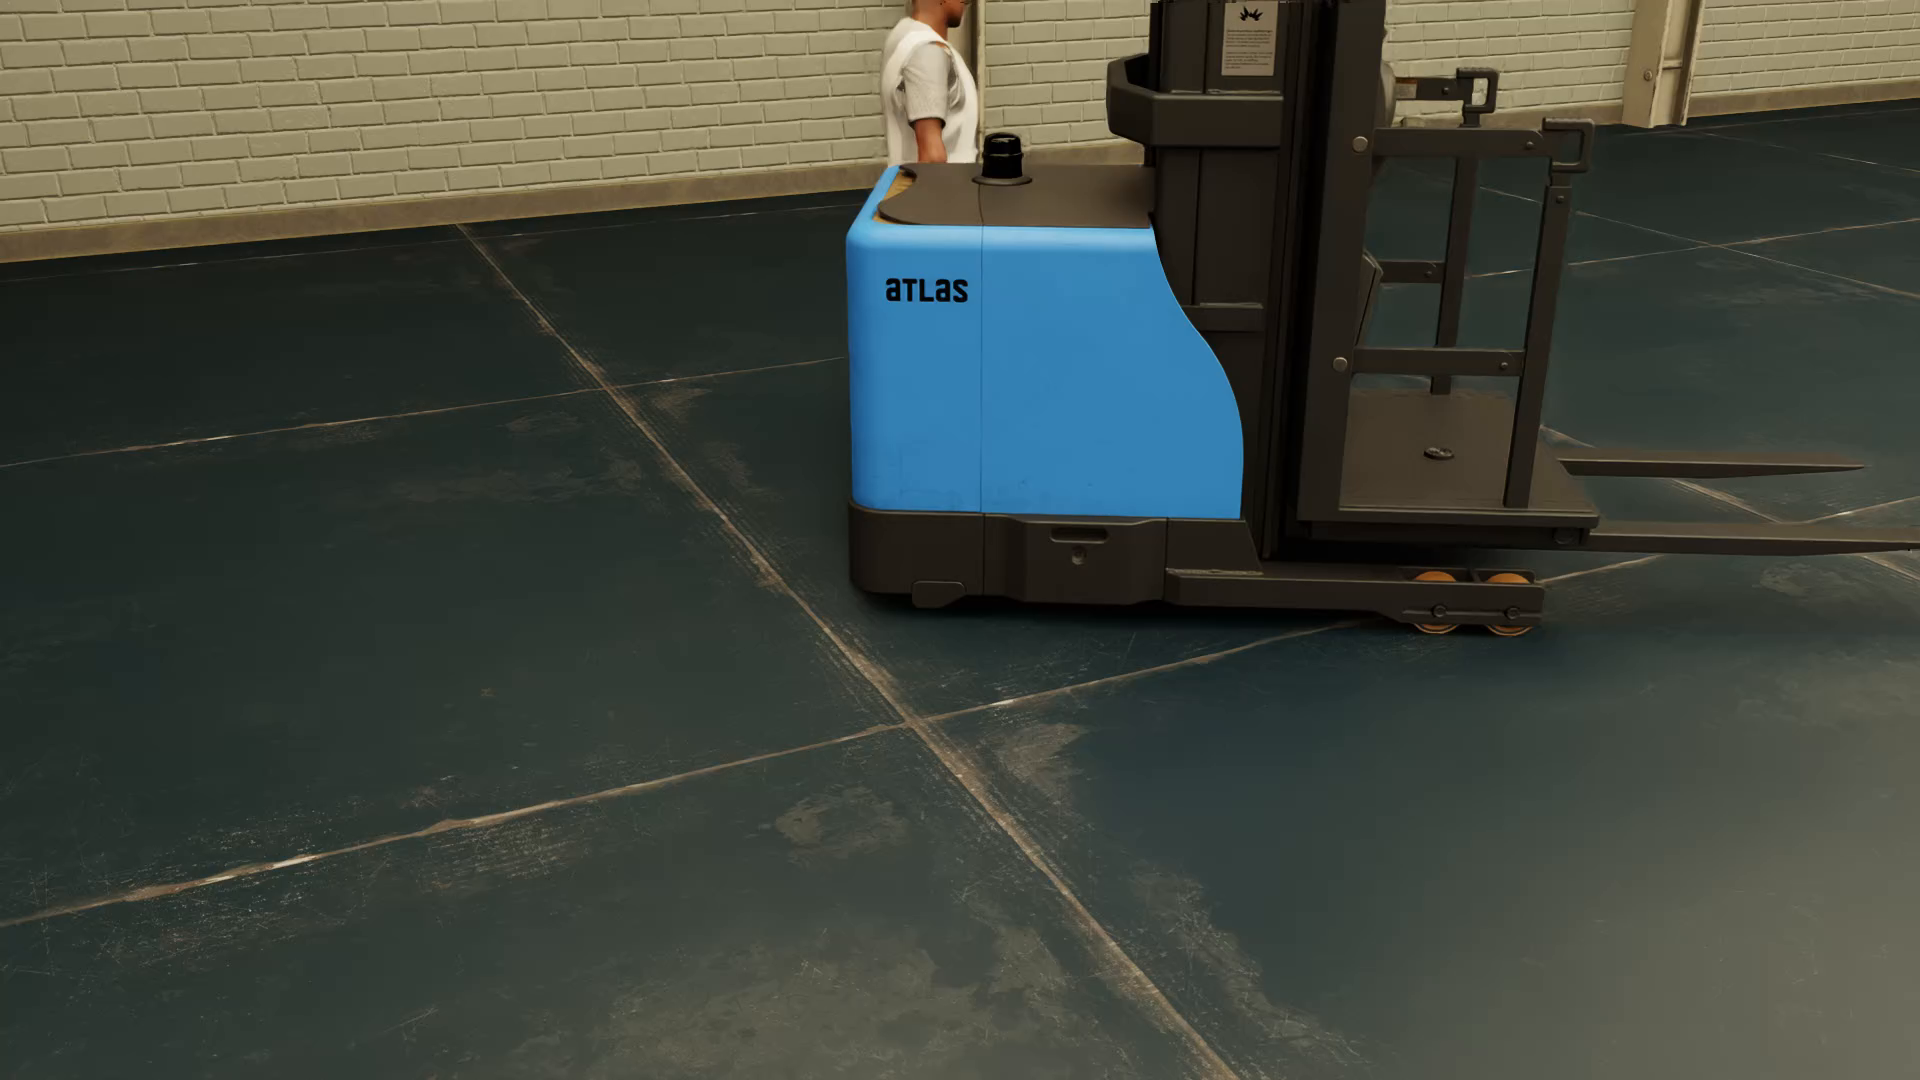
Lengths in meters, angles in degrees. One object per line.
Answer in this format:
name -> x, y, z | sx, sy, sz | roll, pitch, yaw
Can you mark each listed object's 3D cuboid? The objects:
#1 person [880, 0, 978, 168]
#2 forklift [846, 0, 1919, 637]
person -> -0.069, -1.119, 5.644 | 0.398, 1.746, 0.894 | -1, 23, -2
forklift -> 1.231, -1.306, 4.429 | 3.031, 2.935, 1.130 | 1, 23, 3
